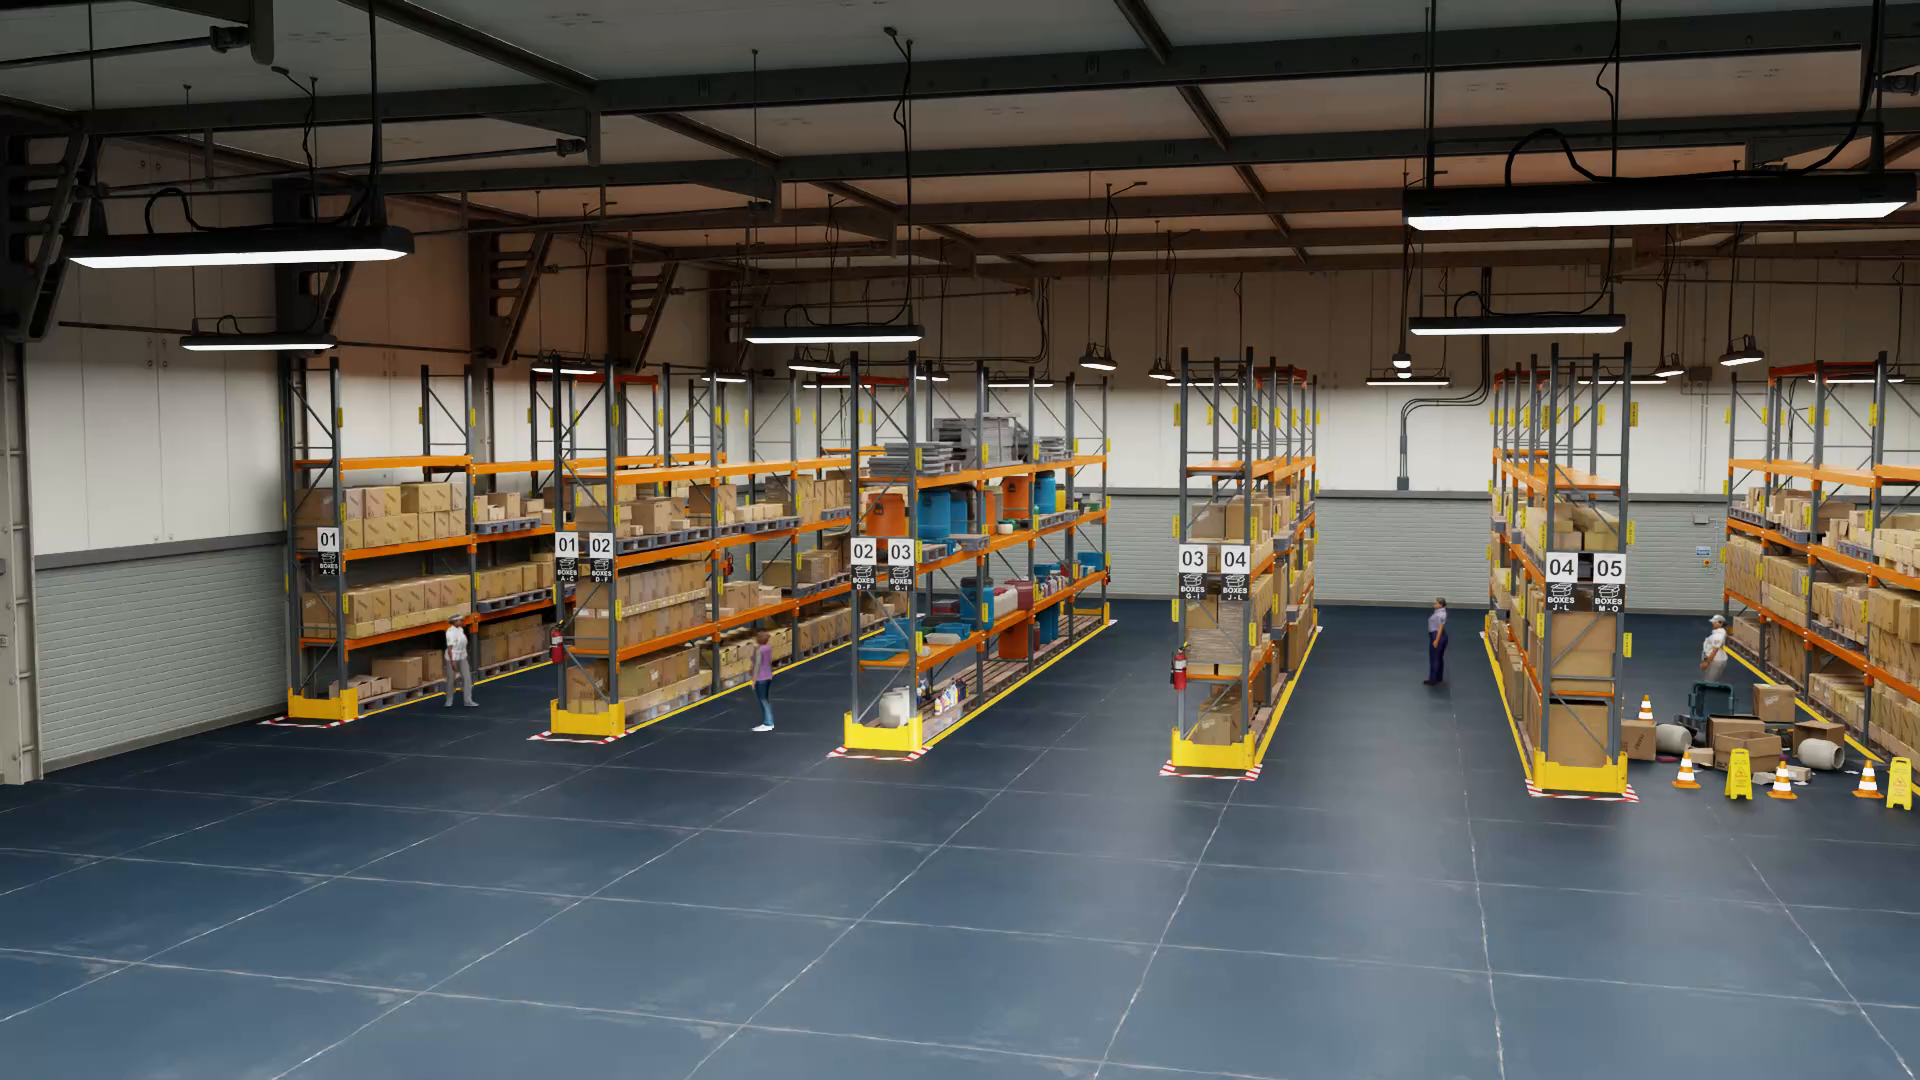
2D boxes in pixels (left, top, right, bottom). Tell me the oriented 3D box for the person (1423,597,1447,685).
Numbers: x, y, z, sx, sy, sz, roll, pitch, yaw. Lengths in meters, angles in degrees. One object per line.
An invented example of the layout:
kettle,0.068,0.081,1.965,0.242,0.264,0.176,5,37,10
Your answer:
person,8.941,1.904,31.269,0.417,1.628,0.555,2,5,21

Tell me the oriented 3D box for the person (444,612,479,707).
person,-8.700,2.064,28.736,0.617,1.668,0.501,3,5,38

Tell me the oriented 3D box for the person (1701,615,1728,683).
person,12.810,2.117,28.283,0.562,1.703,0.446,-4,6,-43

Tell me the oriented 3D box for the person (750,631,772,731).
person,-3.150,2.263,26.564,0.368,1.632,0.537,1,4,18
